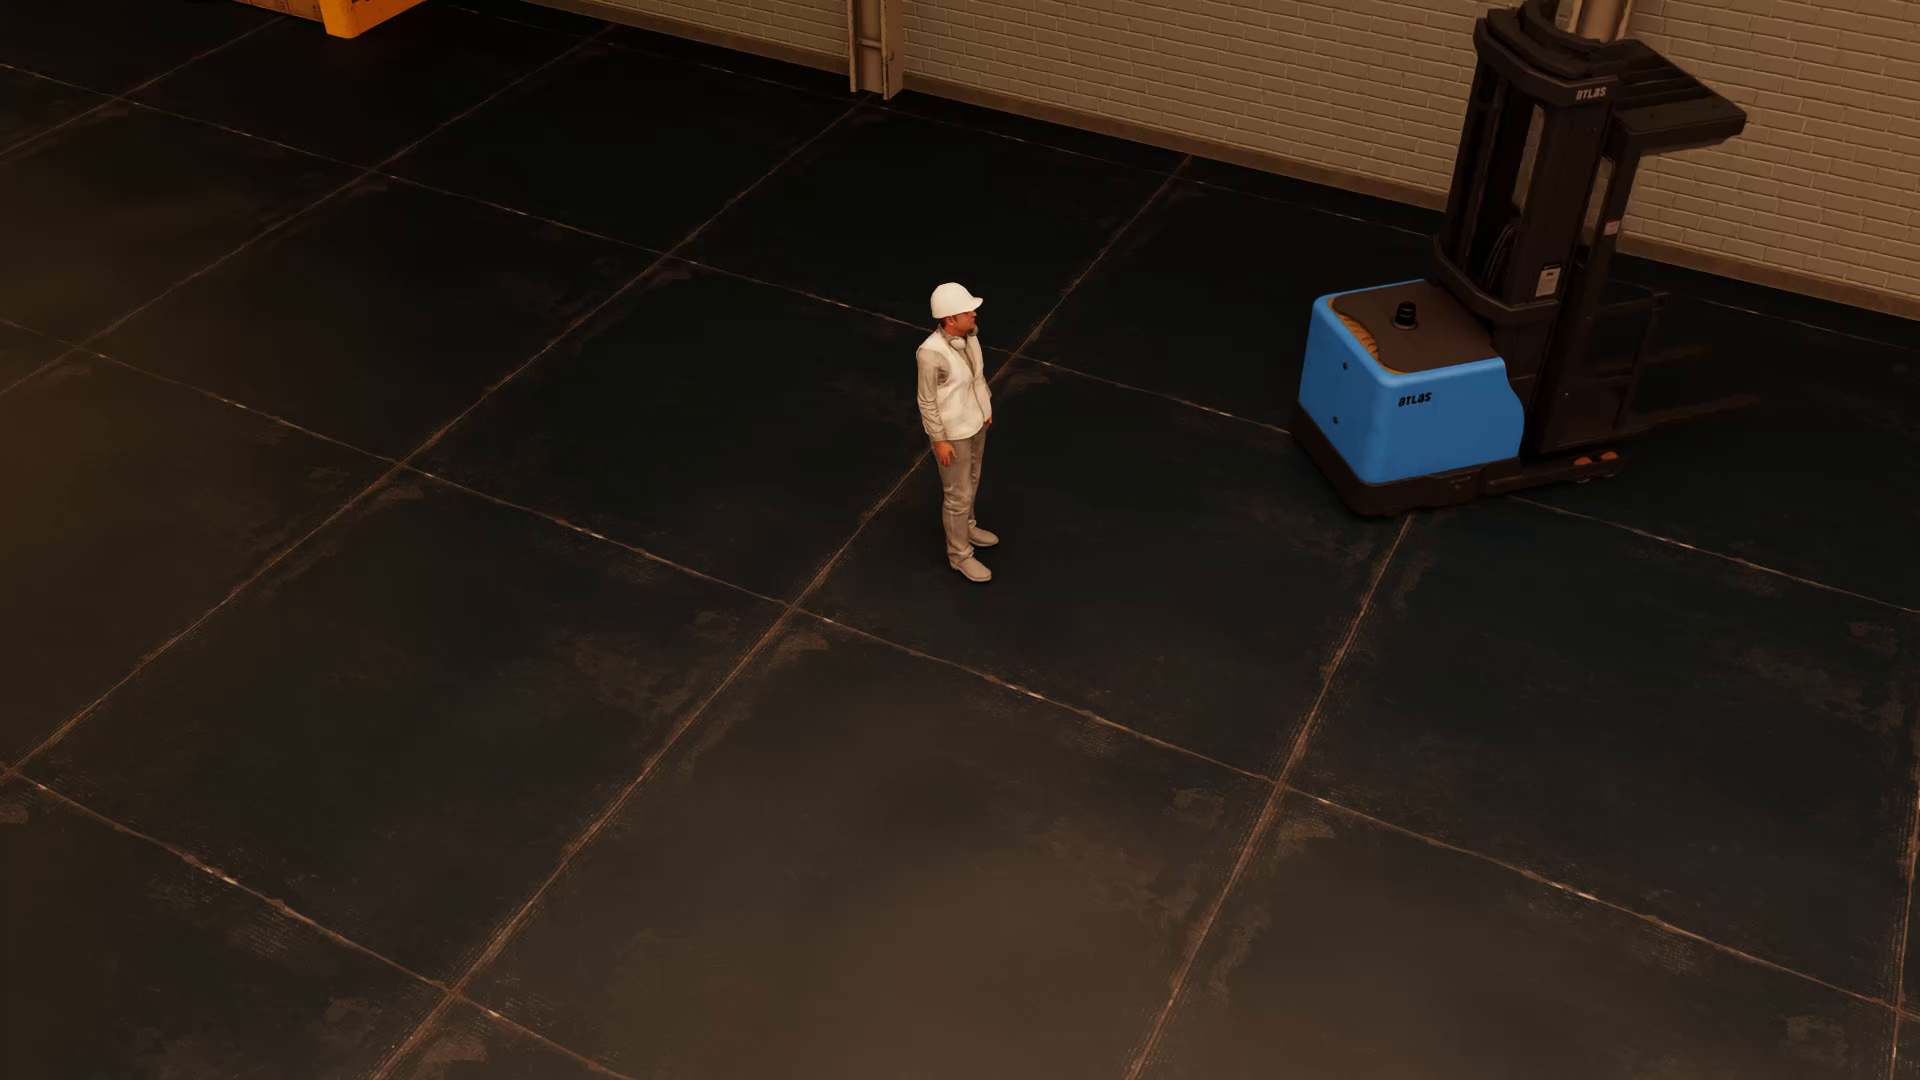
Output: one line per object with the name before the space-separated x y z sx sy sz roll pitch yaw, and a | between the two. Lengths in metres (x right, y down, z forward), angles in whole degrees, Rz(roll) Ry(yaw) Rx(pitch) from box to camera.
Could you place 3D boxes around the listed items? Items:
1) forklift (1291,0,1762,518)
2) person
forklift | 3.770 -1.804 10.129 3.031 2.935 1.130 -11 41 -13
person | 0.052 -0.660 9.660 0.567 1.769 0.633 18 43 21
